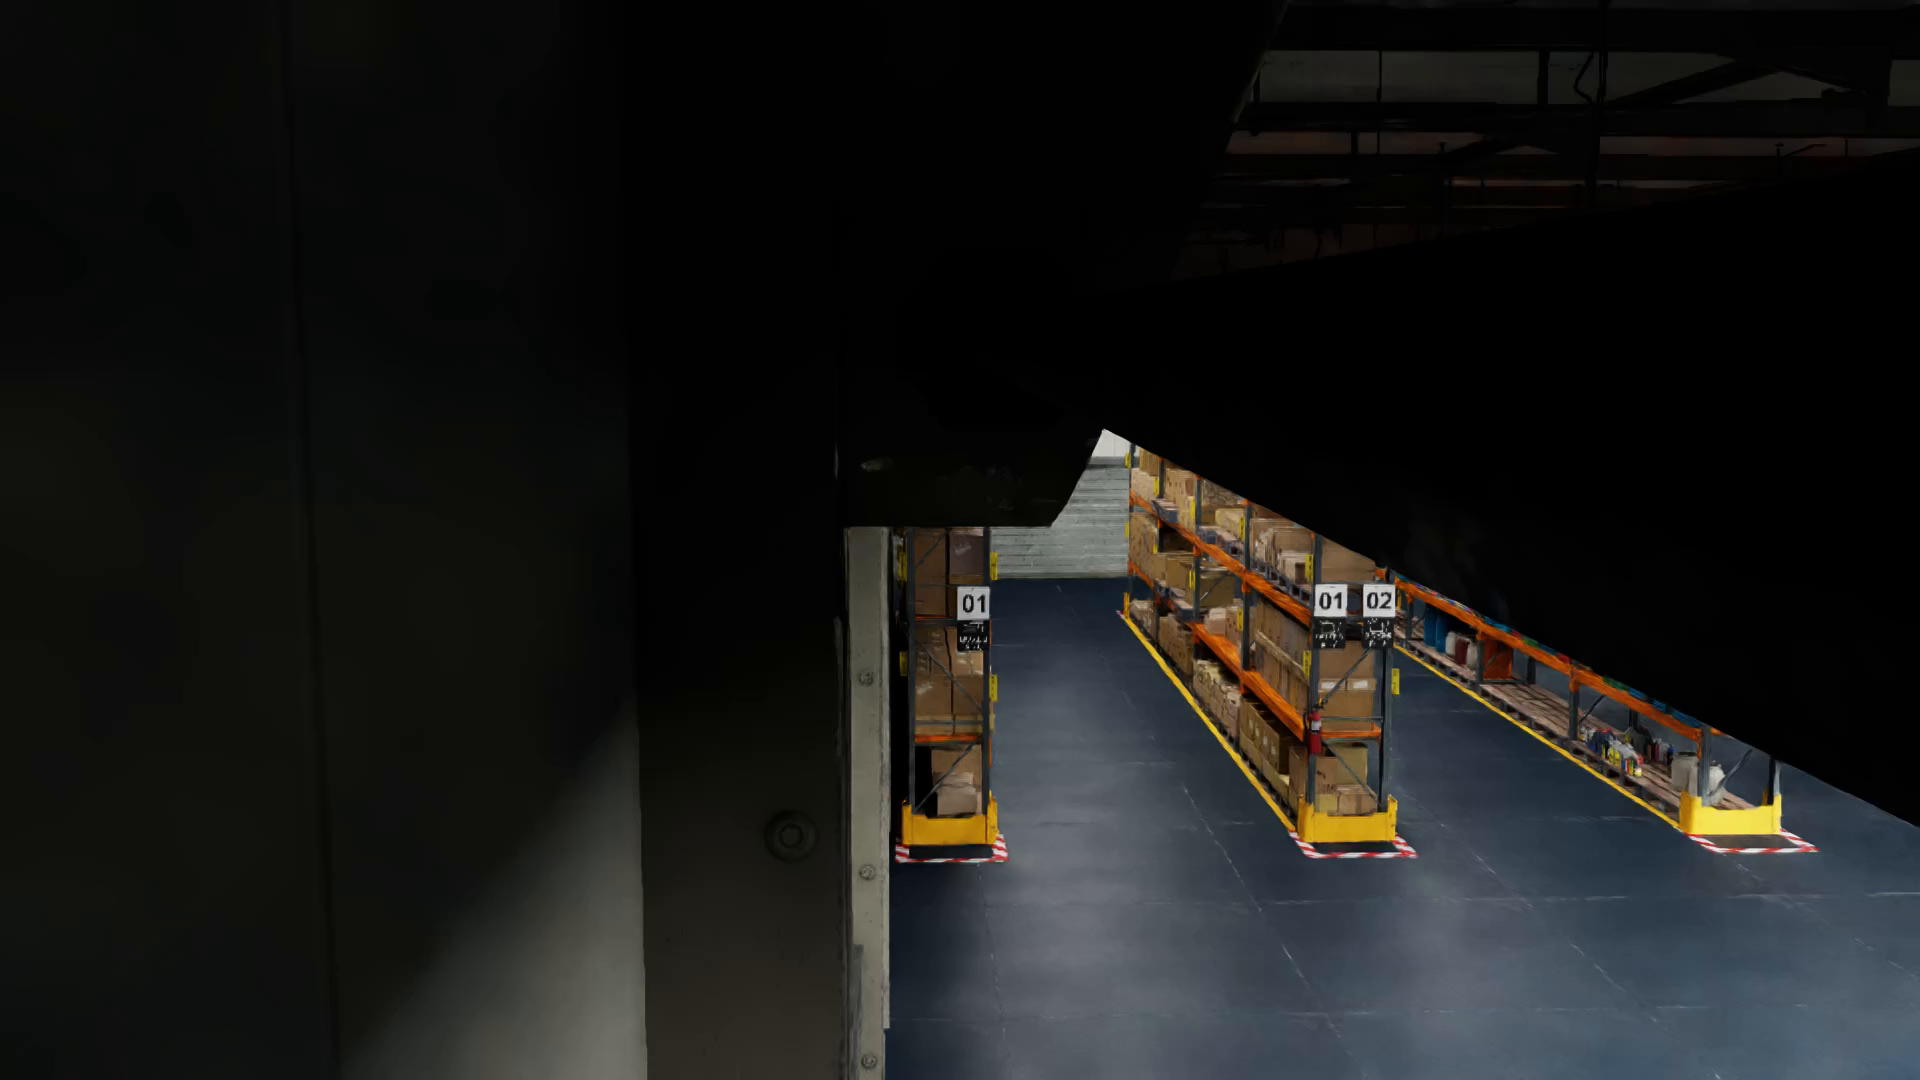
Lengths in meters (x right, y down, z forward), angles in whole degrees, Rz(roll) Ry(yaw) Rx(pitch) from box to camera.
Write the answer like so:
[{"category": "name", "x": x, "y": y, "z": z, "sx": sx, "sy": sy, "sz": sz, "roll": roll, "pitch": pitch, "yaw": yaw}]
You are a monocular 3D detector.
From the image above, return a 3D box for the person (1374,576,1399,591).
[{"category": "person", "x": 10.137, "y": 0.417, "z": 39.622, "sx": 0.783, "sy": 1.701, "sz": 0.557, "roll": -7, "pitch": 10, "yaw": -43}]

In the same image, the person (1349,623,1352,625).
[{"category": "person", "x": 6.402, "y": 1.930, "z": 27.958, "sx": 0.551, "sy": 1.642, "sz": 0.567, "roll": 4, "pitch": 8, "yaw": 29}]
